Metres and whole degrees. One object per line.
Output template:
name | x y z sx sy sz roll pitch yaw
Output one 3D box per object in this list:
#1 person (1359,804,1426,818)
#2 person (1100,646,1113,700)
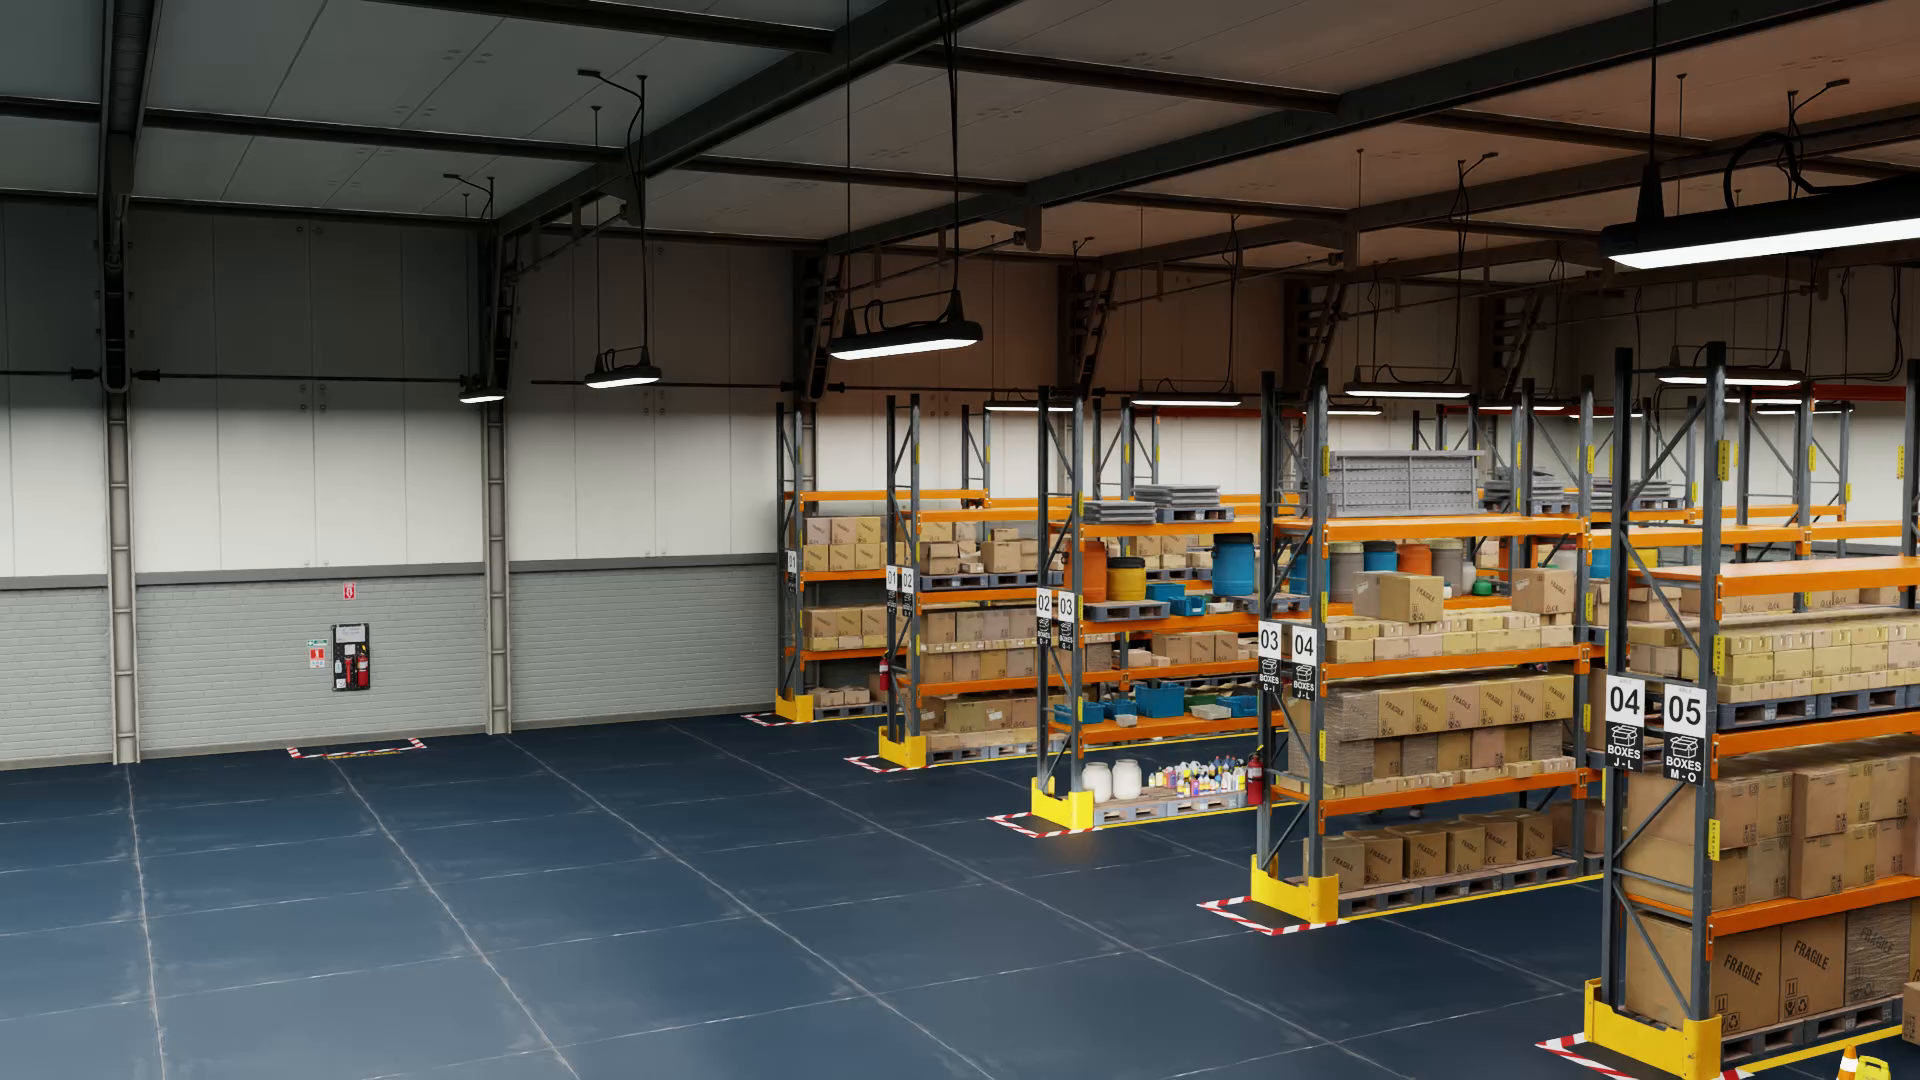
person | 5.997 2.980 22.898 1.094 1.728 0.595 -2 4 -32
person | 2.754 2.426 32.887 0.649 1.753 0.575 -1 3 -20
